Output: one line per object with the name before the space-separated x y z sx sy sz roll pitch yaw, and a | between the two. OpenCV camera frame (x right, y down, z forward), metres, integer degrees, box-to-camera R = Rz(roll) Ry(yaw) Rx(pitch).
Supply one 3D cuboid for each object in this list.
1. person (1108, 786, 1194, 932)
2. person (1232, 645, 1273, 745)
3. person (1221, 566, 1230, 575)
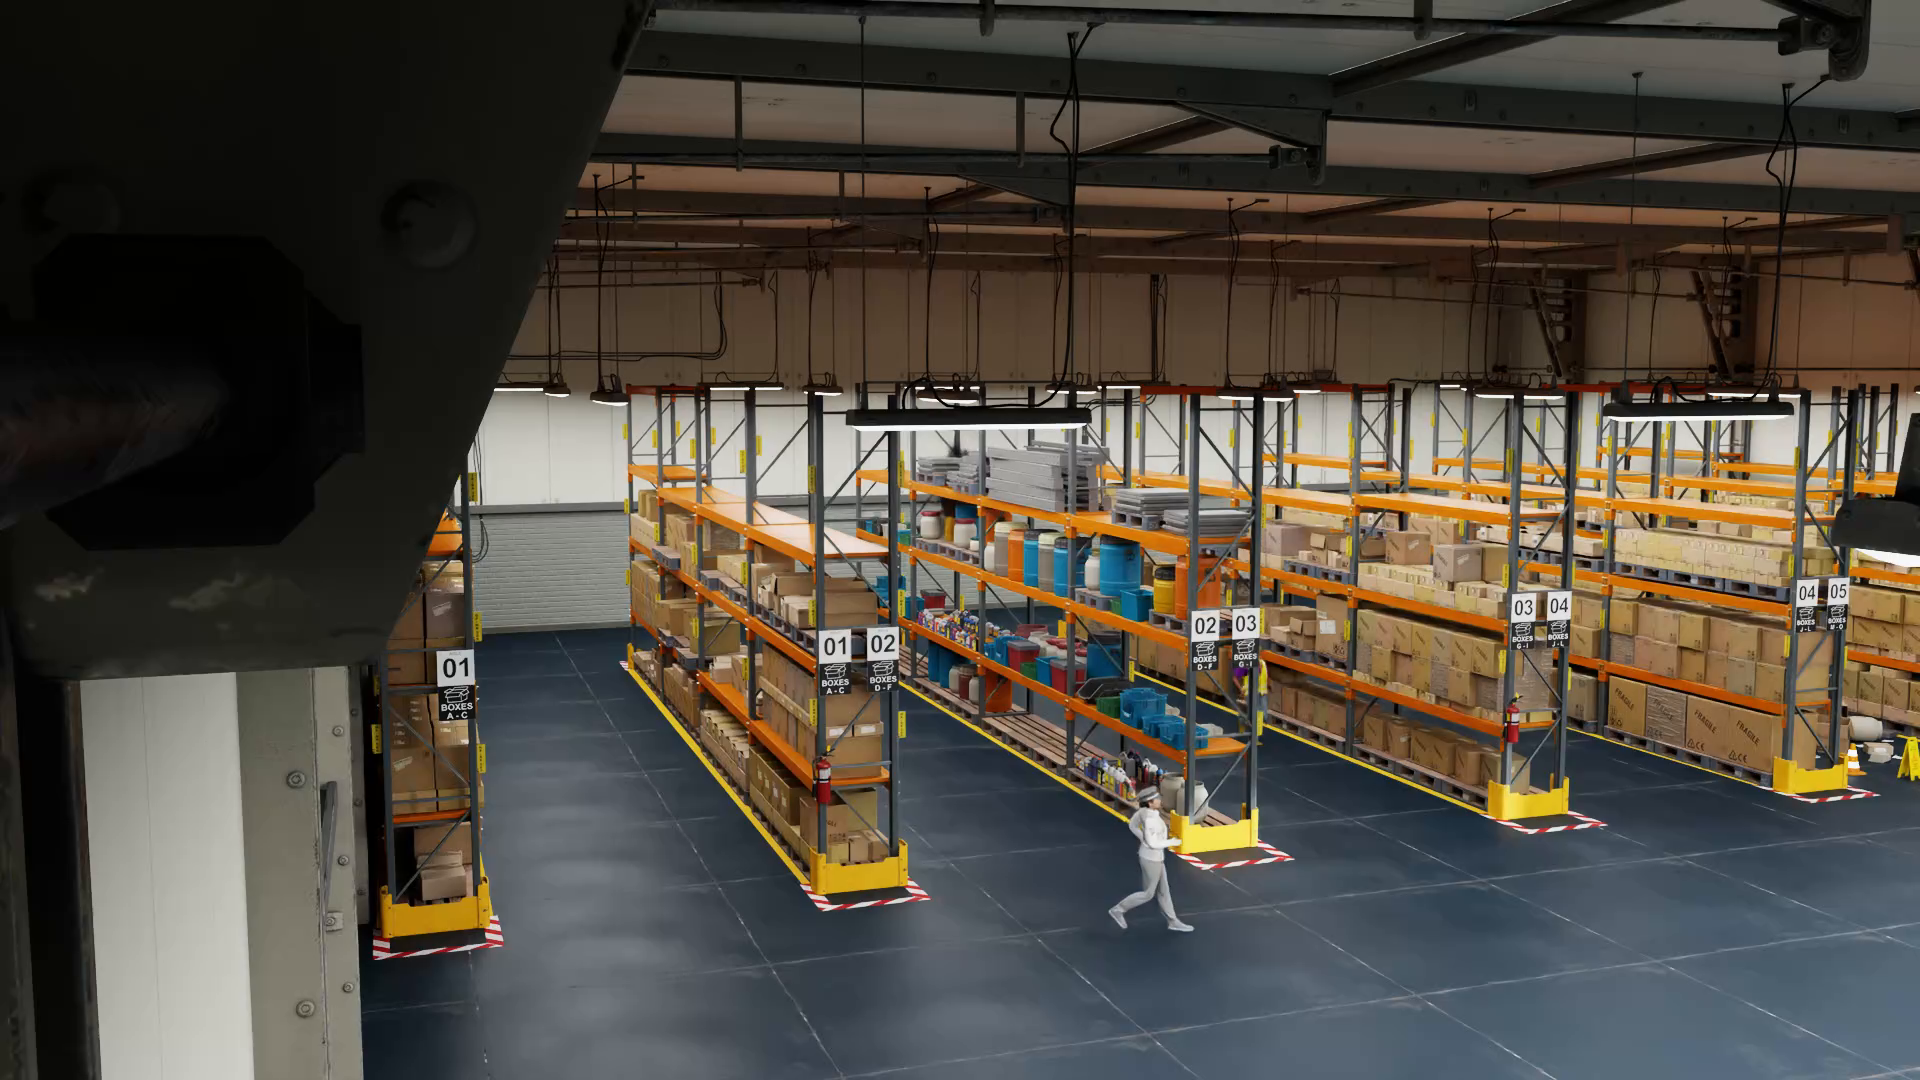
person | 2.076 3.526 18.505 0.844 1.623 0.617 0 6 3
person | 4.959 2.592 27.978 0.701 1.715 0.587 -3 7 -26
person | 6.475 1.322 40.874 0.555 1.589 0.686 -6 8 -44
